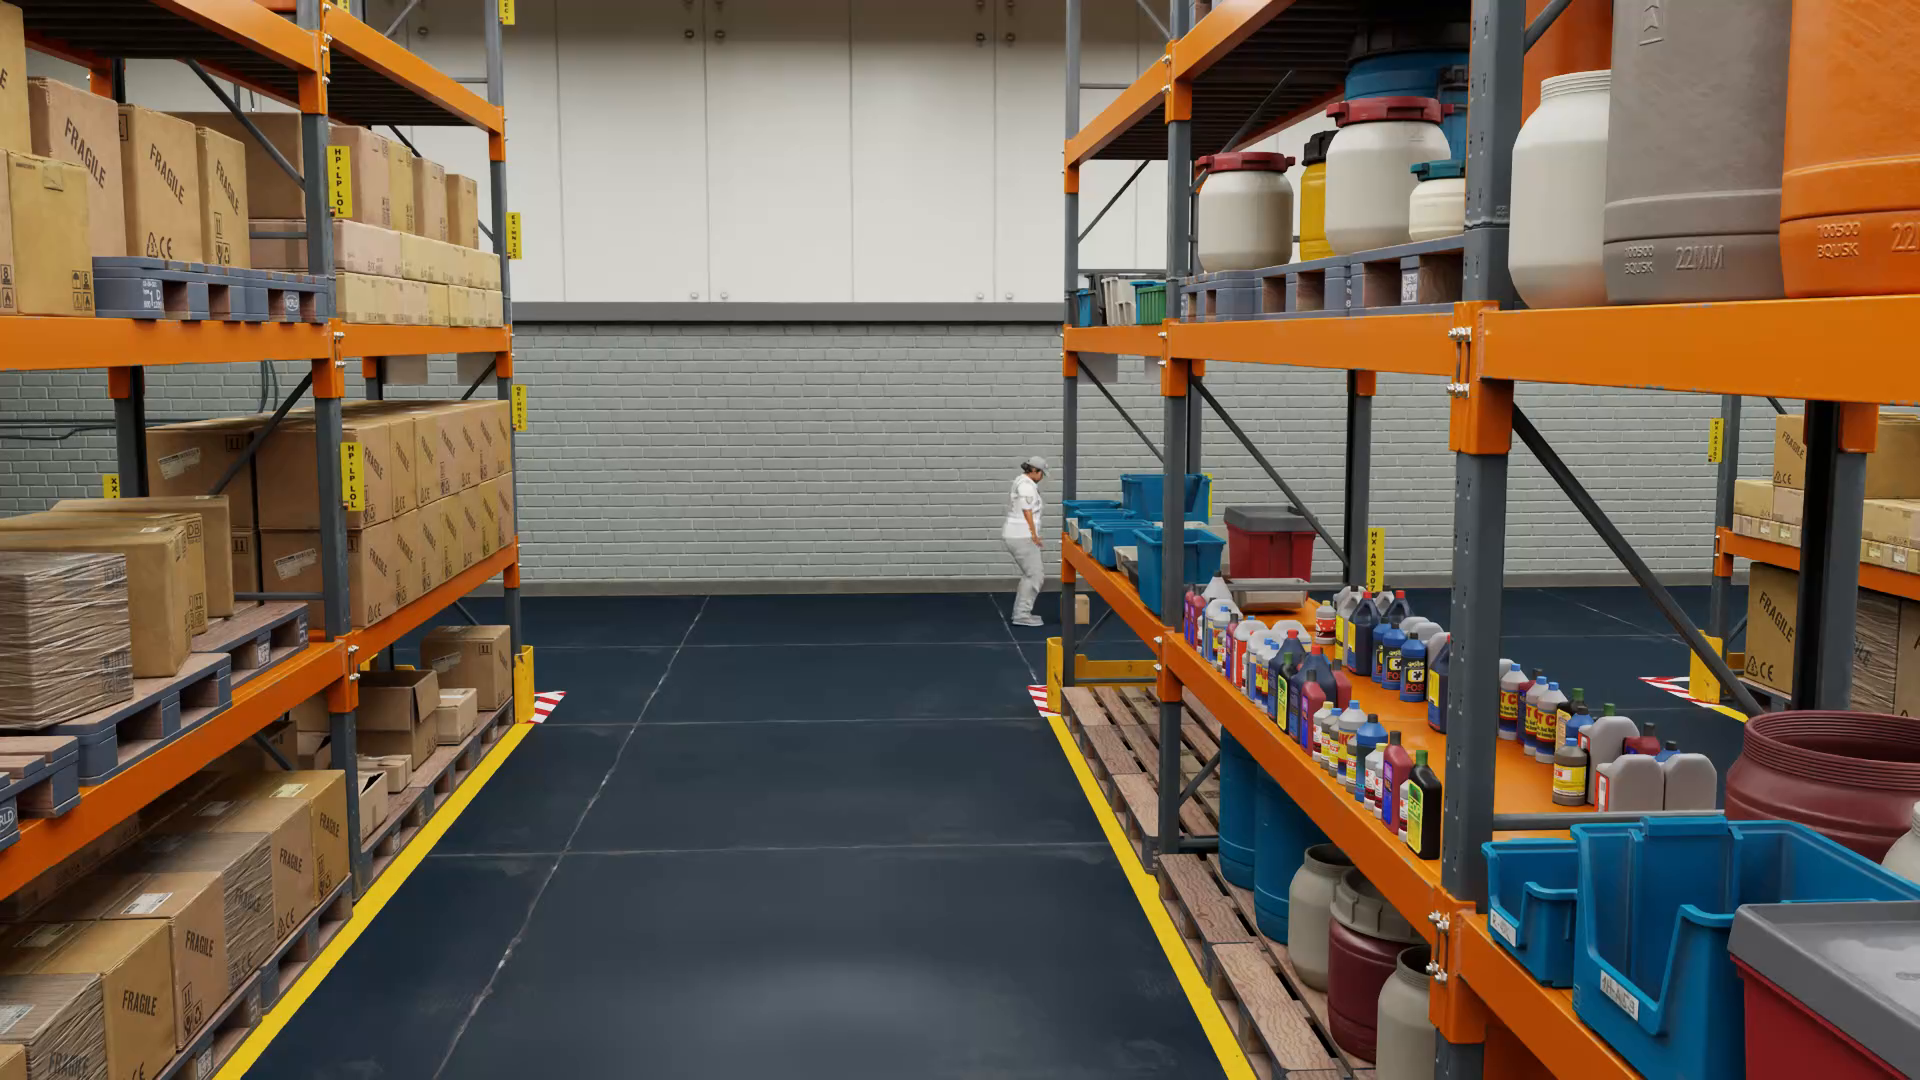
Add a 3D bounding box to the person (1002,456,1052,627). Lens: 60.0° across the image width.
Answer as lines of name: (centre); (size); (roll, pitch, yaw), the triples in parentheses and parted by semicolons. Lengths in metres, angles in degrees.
person: (0.643, 0.002, 15.969); (0.479, 1.619, 0.496); (0, 7, -2)
